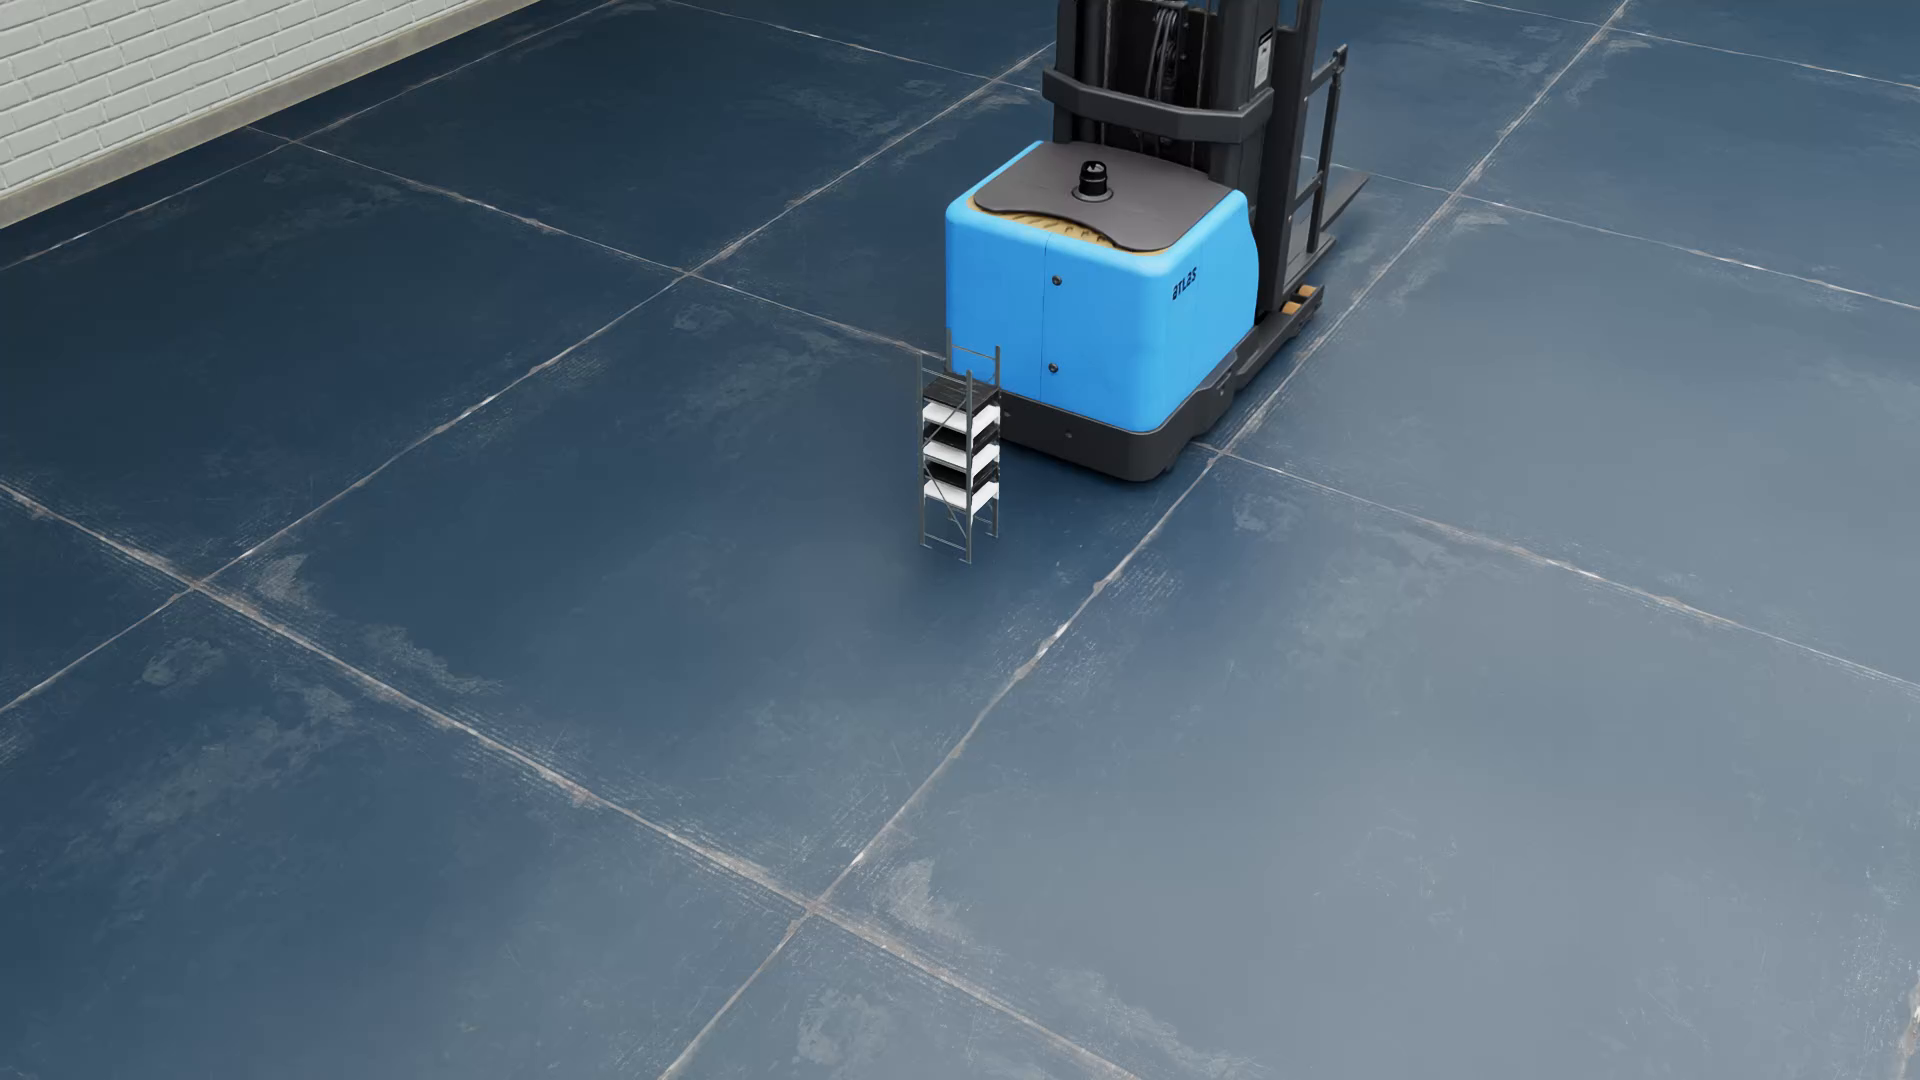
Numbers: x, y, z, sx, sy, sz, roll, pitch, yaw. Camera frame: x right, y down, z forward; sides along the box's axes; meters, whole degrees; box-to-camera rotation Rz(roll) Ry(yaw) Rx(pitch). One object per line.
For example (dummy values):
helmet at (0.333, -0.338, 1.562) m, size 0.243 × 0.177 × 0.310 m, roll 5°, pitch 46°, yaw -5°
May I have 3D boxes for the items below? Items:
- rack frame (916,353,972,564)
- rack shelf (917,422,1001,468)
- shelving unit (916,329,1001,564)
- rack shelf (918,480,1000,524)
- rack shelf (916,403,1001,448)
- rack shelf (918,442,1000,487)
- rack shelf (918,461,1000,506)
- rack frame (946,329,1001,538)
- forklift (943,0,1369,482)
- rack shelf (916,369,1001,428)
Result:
rack frame at (-0.059, -0.300, 6.402) m, size 0.240 × 0.900 × 0.006 m, roll 21°, pitch 42°, yaw 25°
rack shelf at (-0.004, -0.397, 6.435) m, size 0.258 × 0.077 × 0.200 m, roll 21°, pitch 42°, yaw 25°
shelving unit at (-0.004, -0.352, 6.470) m, size 0.258 × 0.900 × 0.210 m, roll 21°, pitch 42°, yaw 25°
rack shelf at (-0.004, -0.183, 6.600) m, size 0.258 × 0.077 × 0.200 m, roll 21°, pitch 42°, yaw 25°
rack shelf at (-0.004, -0.468, 6.380) m, size 0.258 × 0.077 × 0.200 m, roll 21°, pitch 42°, yaw 25°
rack shelf at (-0.004, -0.326, 6.490) m, size 0.258 × 0.077 × 0.200 m, roll 21°, pitch 42°, yaw 25°
rack shelf at (-0.004, -0.255, 6.545) m, size 0.258 × 0.077 × 0.200 m, roll 21°, pitch 42°, yaw 25°
rack frame at (0.050, -0.405, 6.538) m, size 0.240 × 0.900 × 0.006 m, roll 21°, pitch 42°, yaw 25°
forklift at (1.124, -2.278, 7.304) m, size 1.130 × 2.935 × 3.031 m, roll 21°, pitch 42°, yaw 24°
rack shelf at (-0.004, -0.540, 6.325) m, size 0.258 × 0.077 × 0.200 m, roll 21°, pitch 42°, yaw 25°
